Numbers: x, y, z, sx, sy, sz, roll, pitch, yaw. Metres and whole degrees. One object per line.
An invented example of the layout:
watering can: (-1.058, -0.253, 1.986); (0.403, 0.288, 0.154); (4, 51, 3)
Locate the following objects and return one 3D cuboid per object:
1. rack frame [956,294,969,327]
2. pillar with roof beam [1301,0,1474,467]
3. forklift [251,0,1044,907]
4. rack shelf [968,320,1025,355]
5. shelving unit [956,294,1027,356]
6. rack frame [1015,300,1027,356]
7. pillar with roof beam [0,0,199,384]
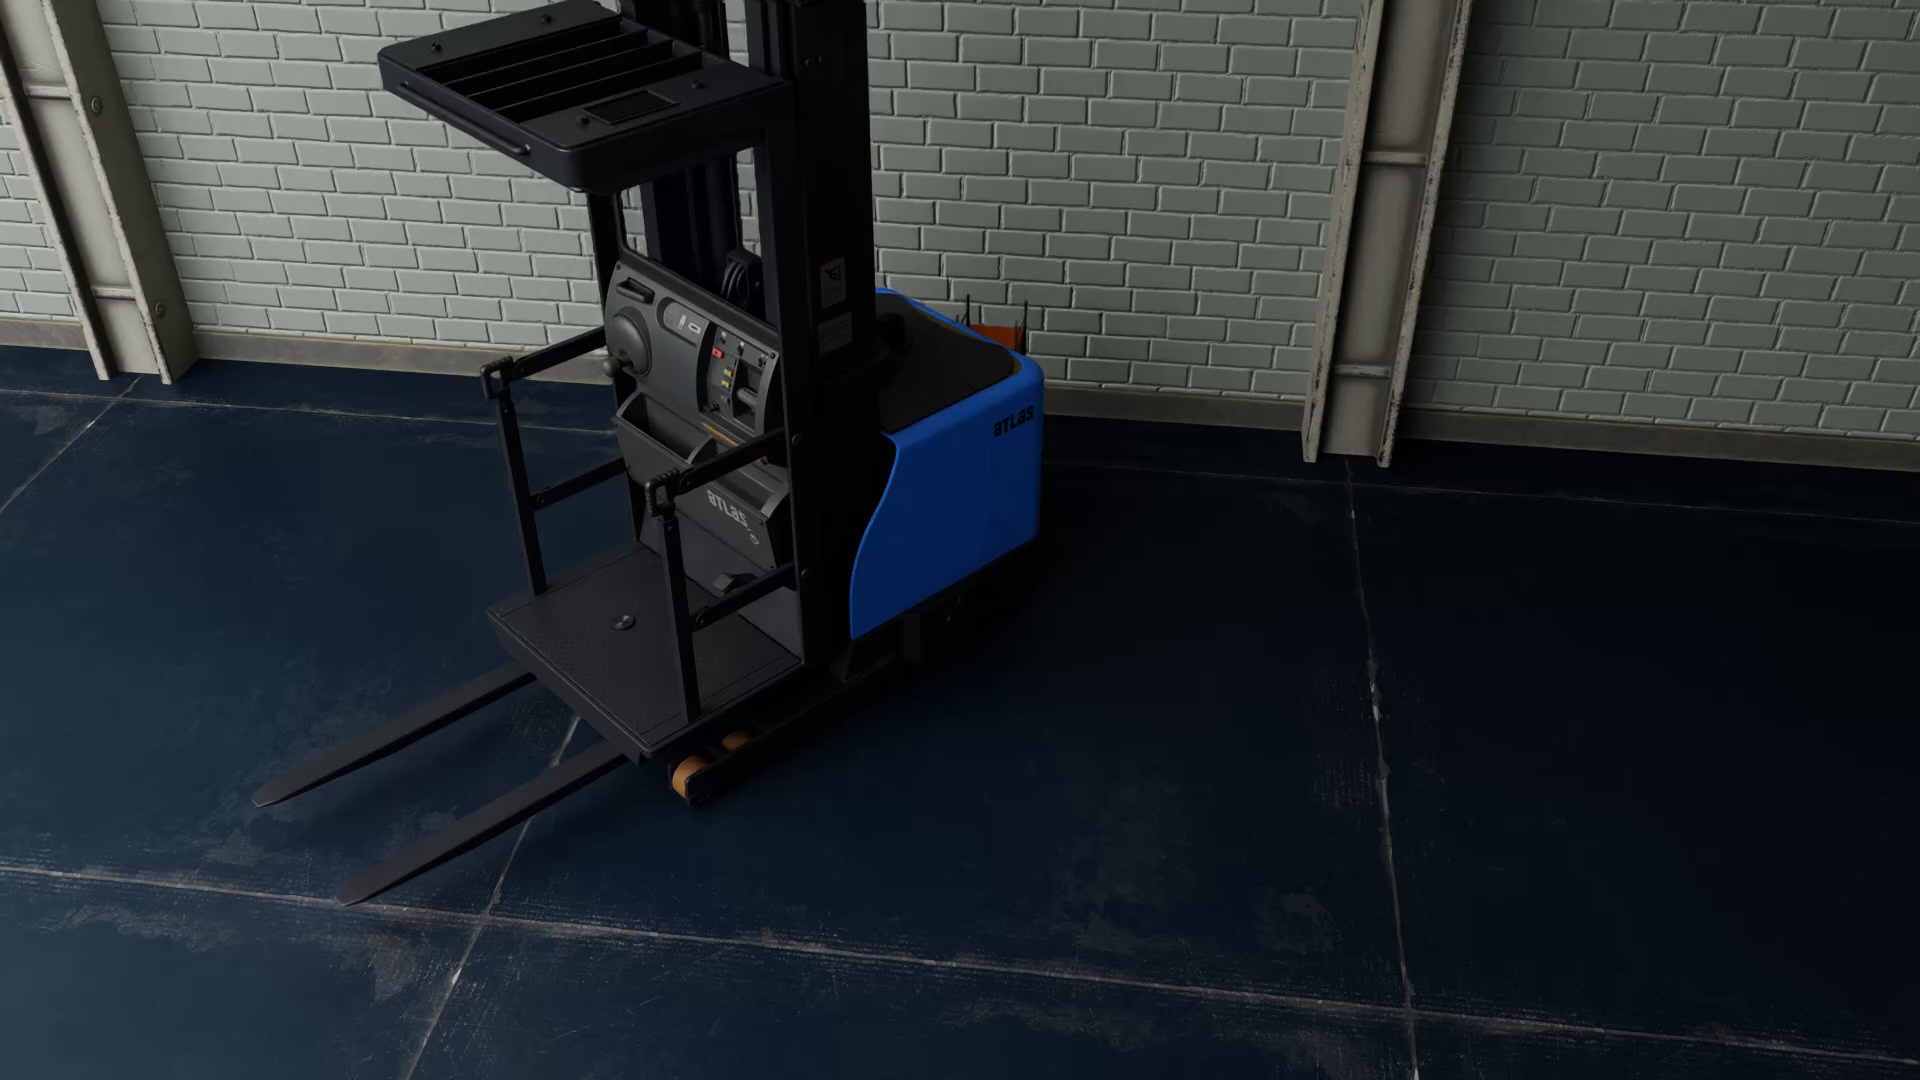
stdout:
rack frame: (0.011, -0.534, 7.094); (0.008, 1.050, 0.200); (8, 36, 11)
pillar with roof beam: (1.274, -1.623, 1.777); (0.400, 9.000, 9.100); (4, 36, 6)
forklift: (-1.078, -0.600, 5.568); (3.031, 2.935, 1.130); (-29, 45, -34)
rack shelf: (0.130, -0.739, 6.912); (0.240, 0.259, 0.215); (8, 36, 11)
shelving unit: (0.130, -0.517, 7.070); (0.252, 1.050, 0.215); (8, 36, 11)
rack frame: (0.248, -0.500, 7.046); (0.008, 1.050, 0.200); (8, 36, 11)
pillar with roof beam: (-4.677, -2.067, 2.399); (0.400, 9.000, 9.100); (4, 36, 6)
